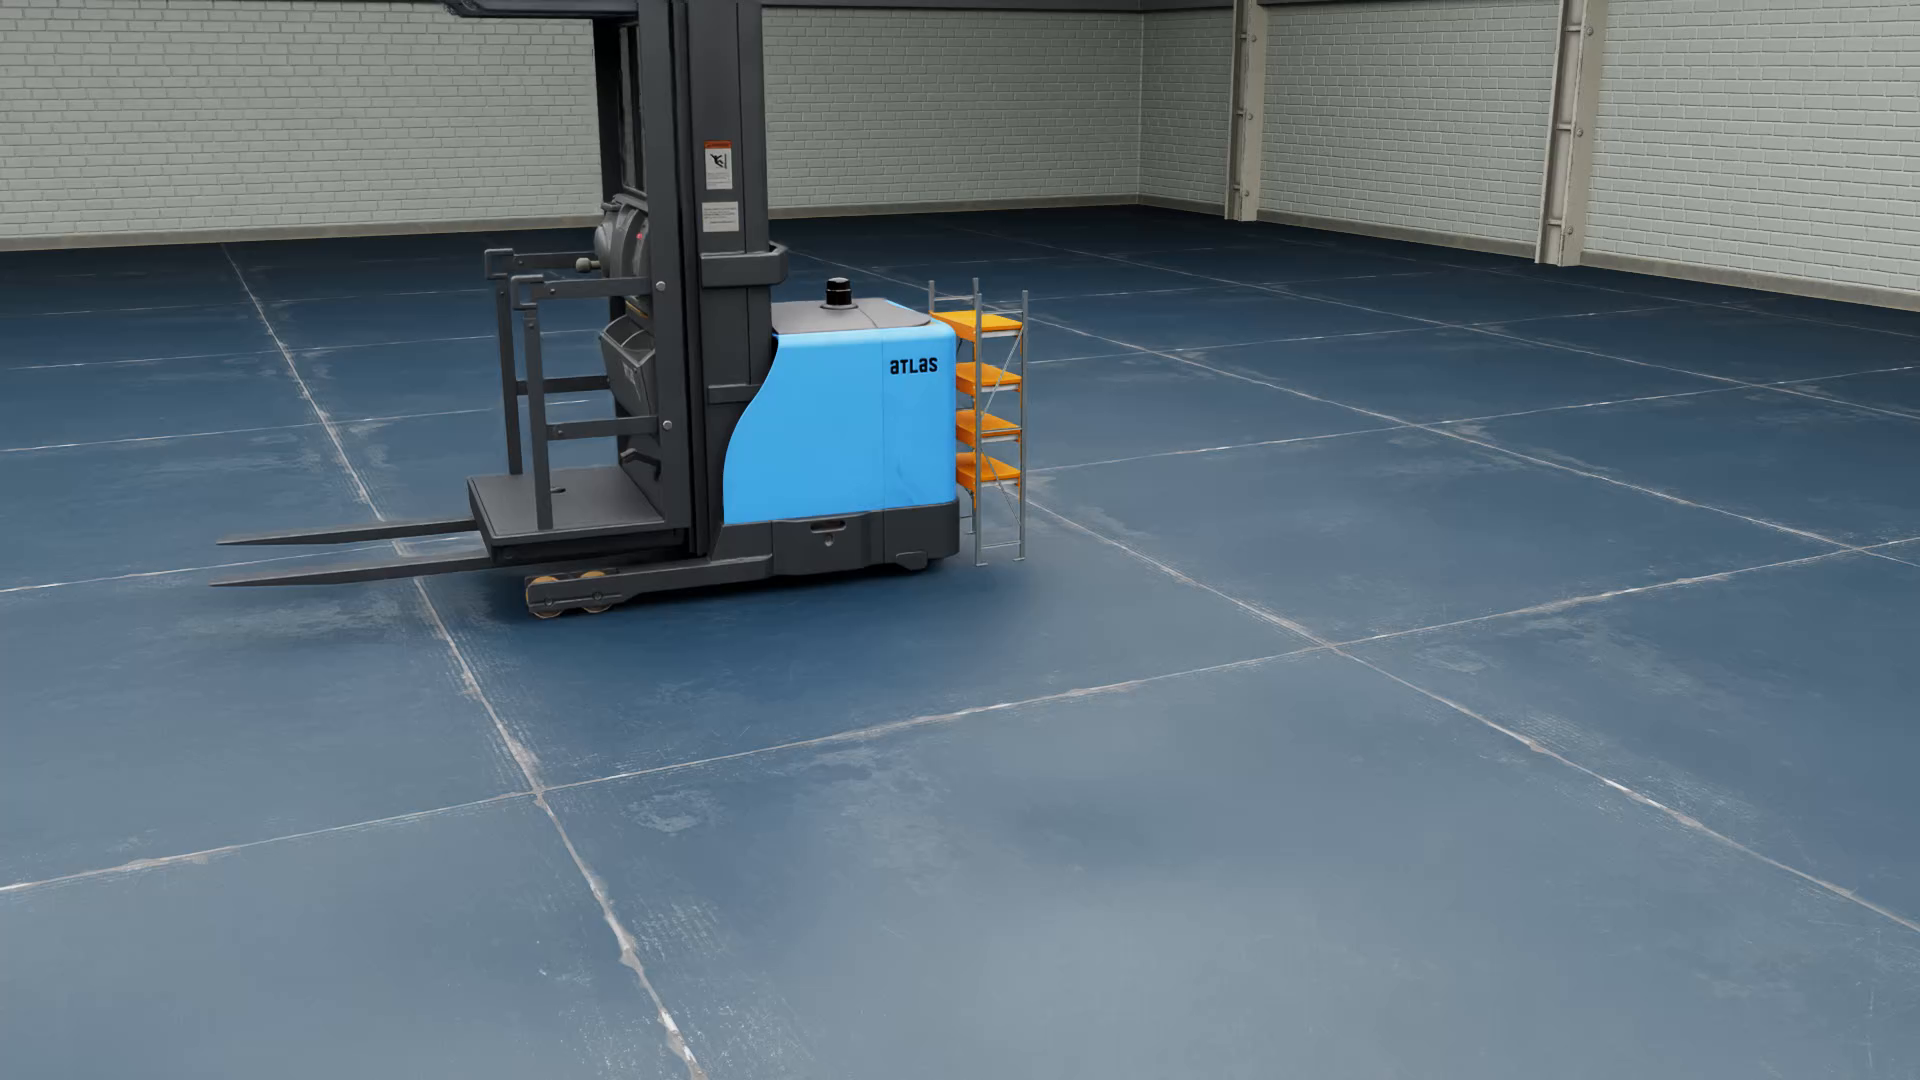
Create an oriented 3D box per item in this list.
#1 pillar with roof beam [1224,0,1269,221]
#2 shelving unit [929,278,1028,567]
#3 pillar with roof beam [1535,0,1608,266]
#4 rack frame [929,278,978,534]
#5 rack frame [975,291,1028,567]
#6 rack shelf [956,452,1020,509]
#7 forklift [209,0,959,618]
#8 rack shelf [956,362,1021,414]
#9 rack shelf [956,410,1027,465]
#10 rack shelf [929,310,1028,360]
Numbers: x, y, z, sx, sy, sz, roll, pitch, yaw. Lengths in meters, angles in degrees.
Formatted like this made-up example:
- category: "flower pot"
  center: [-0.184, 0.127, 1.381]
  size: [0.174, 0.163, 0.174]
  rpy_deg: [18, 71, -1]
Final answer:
- category: "pillar with roof beam"
  center: [0.120, -8.351, 20.536]
  size: [9.100, 9.000, 0.400]
  rpy_deg: [-8, 18, -25]
- category: "shelving unit"
  center: [0.075, -0.536, 7.443]
  size: [0.258, 1.200, 0.503]
  rpy_deg: [-7, 18, -24]
- category: "pillar with roof beam"
  center: [2.748, -6.863, 15.351]
  size: [9.100, 9.000, 0.400]
  rpy_deg: [-8, 18, -25]
- category: "rack frame"
  center: [-0.029, -0.597, 7.655]
  size: [0.240, 1.200, 0.015]
  rpy_deg: [-7, 18, -24]
- category: "rack frame"
  center: [0.179, -0.475, 7.231]
  size: [0.240, 1.200, 0.015]
  rpy_deg: [-7, 18, -24]
- category: "rack shelf"
  center: [0.075, -0.280, 7.516]
  size: [0.258, 0.148, 0.480]
  rpy_deg: [-7, 18, -24]
- category: "forklift"
  center: [-1.574, -1.260, 6.827]
  size: [3.031, 2.935, 1.130]
  rpy_deg: [-6, 17, -20]
- category: "rack shelf"
  center: [0.075, -0.686, 7.400]
  size: [0.258, 0.148, 0.480]
  rpy_deg: [-7, 18, -24]
- category: "rack shelf"
  center: [0.075, -0.471, 7.462]
  size: [0.258, 0.148, 0.480]
  rpy_deg: [-7, 18, -24]
- category: "rack shelf"
  center: [0.075, -0.914, 7.335]
  size: [0.258, 0.148, 0.480]
  rpy_deg: [-7, 18, -24]
